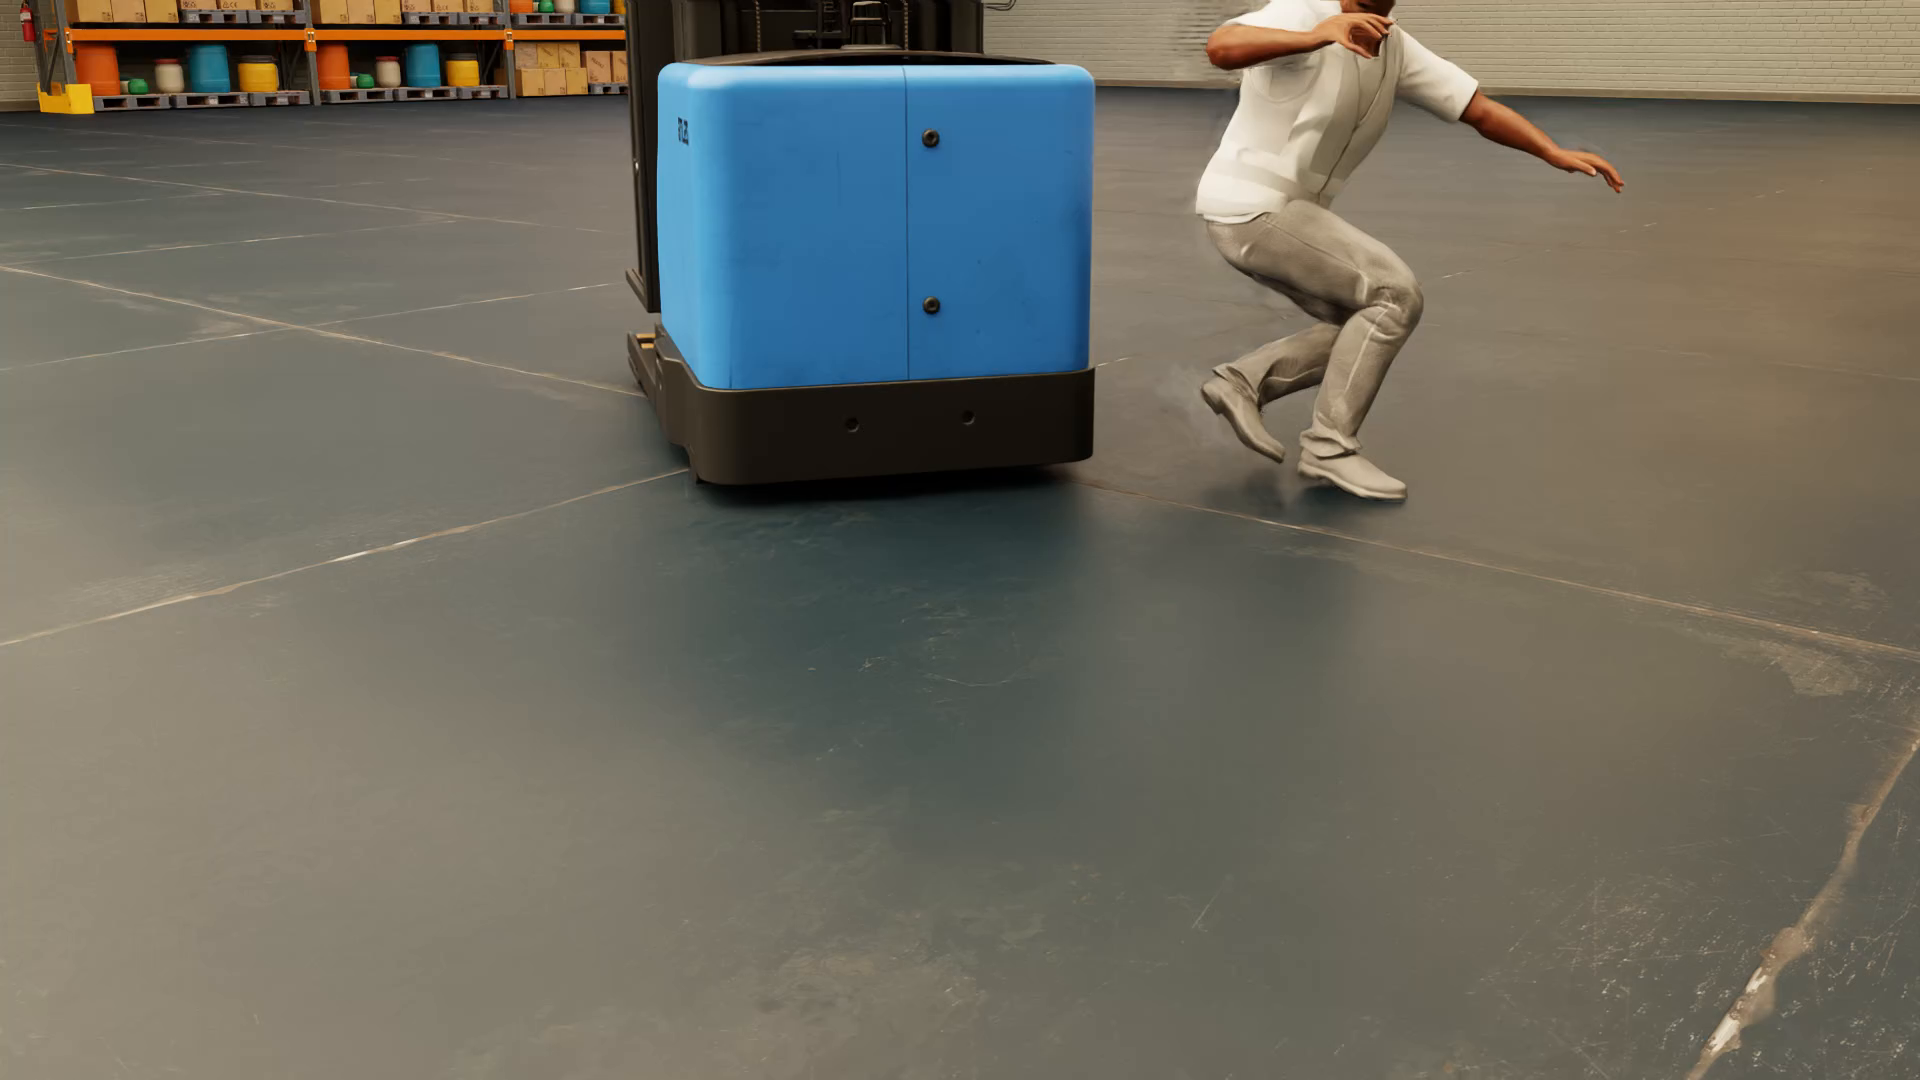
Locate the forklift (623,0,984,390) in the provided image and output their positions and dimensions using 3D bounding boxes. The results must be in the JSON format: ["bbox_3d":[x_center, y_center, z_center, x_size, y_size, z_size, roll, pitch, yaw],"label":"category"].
[{"bbox_3d":[-0.526,-1.927,5.242,1.121,2.935,3.031,-5,17,-15],"label":"forklift"}]

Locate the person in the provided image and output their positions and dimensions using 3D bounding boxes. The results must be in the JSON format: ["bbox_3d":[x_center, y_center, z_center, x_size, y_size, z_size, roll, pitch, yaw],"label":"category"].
[{"bbox_3d":[1.093,-0.848,4.198,1.035,1.474,0.819,9,19,26],"label":"person"}]
